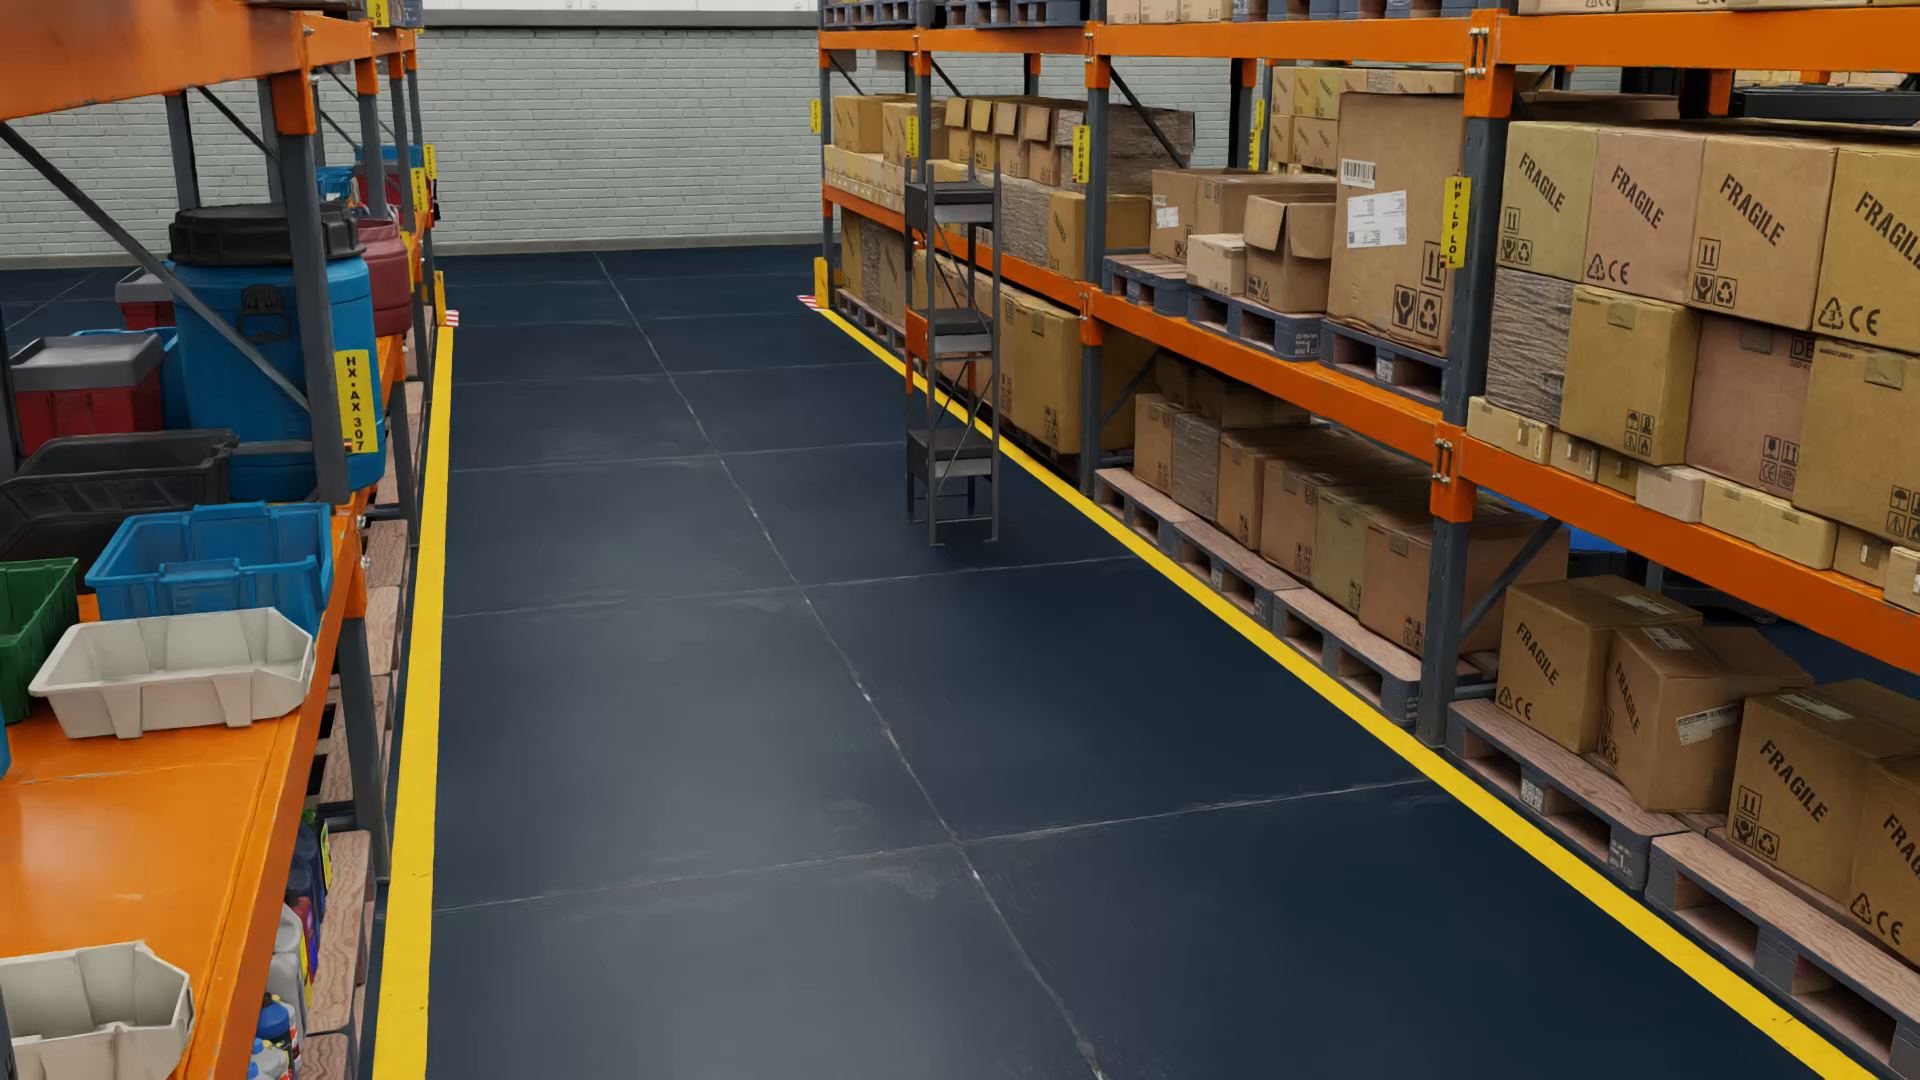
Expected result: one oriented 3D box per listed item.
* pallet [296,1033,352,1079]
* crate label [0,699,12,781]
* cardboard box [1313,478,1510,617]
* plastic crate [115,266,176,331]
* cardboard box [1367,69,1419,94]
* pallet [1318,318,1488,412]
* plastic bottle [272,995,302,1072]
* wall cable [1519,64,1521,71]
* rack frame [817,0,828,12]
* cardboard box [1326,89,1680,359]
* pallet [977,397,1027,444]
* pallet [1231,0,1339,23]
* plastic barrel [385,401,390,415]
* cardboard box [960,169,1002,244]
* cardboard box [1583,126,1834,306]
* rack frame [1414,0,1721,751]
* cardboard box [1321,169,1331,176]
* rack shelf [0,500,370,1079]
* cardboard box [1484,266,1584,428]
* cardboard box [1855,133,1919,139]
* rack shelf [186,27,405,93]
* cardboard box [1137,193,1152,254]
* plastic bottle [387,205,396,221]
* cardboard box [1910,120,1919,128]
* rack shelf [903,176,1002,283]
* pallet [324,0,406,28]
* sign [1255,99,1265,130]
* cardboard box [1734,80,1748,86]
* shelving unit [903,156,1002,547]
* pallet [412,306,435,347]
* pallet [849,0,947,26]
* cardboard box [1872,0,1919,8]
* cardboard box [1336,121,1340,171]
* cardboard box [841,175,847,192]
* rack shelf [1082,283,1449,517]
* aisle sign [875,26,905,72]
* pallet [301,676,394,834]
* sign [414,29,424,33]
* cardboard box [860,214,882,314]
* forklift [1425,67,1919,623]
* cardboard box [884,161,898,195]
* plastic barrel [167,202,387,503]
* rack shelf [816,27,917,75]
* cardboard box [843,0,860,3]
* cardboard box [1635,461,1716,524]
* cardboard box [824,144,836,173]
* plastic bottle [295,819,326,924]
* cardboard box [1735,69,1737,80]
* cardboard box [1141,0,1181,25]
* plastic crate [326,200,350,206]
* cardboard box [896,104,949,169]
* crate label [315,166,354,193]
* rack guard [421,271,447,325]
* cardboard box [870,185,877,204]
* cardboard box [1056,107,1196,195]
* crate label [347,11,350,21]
[{"bbox_3d":[-1.934,1.604,3.744,1.003,0.211,1.213,-5,17,-15],"label":"pallet"},{"bbox_3d":[-2.084,0.343,3.033,0.502,0.435,0.616,-5,17,-15],"label":"crate label"},{"bbox_3d":[2.084,0.032,7.713,0.700,0.500,0.500,-5,17,-16],"label":"cardboard box"},{"bbox_3d":[-3.367,-0.924,7.204,0.402,0.464,0.583,-5,17,-15],"label":"plastic crate"},{"bbox_3d":[4.279,-4.290,16.091,0.500,0.500,0.500,-4,17,-14],"label":"cardboard box"},{"bbox_3d":[2.275,-0.781,7.171,1.003,0.211,1.213,-5,17,-15],"label":"pallet"},{"bbox_3d":[-1.722,1.245,4.194,0.097,0.201,0.097,0,17,0],"label":"plastic bottle"},{"bbox_3d":[8.364,-6.912,25.484,0.588,1.984,0.122,-5,17,-15],"label":"wall cable"},{"bbox_3d":[-0.953,-6.842,16.589,1.000,3.000,0.127,-5,17,-15],"label":"rack frame"},{"bbox_3d":[2.261,-1.369,7.023,1.000,1.000,1.000,-5,17,-15],"label":"cardboard box"},{"bbox_3d":[0.770,-0.982,12.353,1.003,0.211,1.213,-5,17,-15],"label":"pallet"},{"bbox_3d":[1.989,-2.462,7.548,1.213,0.211,1.003,-5,17,-15],"label":"pallet"},{"bbox_3d":[-4.288,-1.320,11.549,0.600,0.901,0.708,-5,17,-15],"label":"plastic barrel"},{"bbox_3d":[0.308,-2.486,12.341,0.500,0.500,0.500,-5,17,-17],"label":"cardboard box"},{"bbox_3d":[2.363,-1.036,5.259,0.500,0.500,0.500,-5,17,-15],"label":"cardboard box"},{"bbox_3d":[2.345,-0.650,6.402,1.000,3.000,0.127,-5,17,-15],"label":"rack frame"},{"bbox_3d":[4.004,-3.814,17.372,0.380,0.149,0.250,-5,17,-16],"label":"cardboard box"},{"bbox_3d":[-1.868,0.639,3.360,1.077,0.370,4.000,-5,17,-15],"label":"rack shelf"},{"bbox_3d":[2.409,-0.711,5.914,0.875,0.500,0.500,-5,17,-15],"label":"cardboard box"},{"bbox_3d":[3.008,-0.940,4.938,0.500,0.500,0.500,-5,17,-15],"label":"cardboard box"},{"bbox_3d":[-4.066,-3.010,10.295,1.077,0.370,4.000,-5,17,-15],"label":"rack shelf"},{"bbox_3d":[1.373,-1.960,10.590,0.500,0.500,0.500,-4,17,-14],"label":"cardboard box"},{"bbox_3d":[-4.049,-2.219,11.712,0.144,0.351,0.185,-5,17,-15],"label":"plastic bottle"},{"bbox_3d":[6.296,-2.383,10.258,0.700,0.500,0.500,-5,17,-16],"label":"cardboard box"},{"bbox_3d":[-0.045,-1.709,9.105,0.431,0.518,0.480,-5,17,-15],"label":"rack shelf"},{"bbox_3d":[-3.992,-3.295,10.321,1.003,0.211,1.213,-5,17,-15],"label":"pallet"},{"bbox_3d":[3.322,-4.705,18.397,0.100,0.325,0.005,-5,17,-15],"label":"sign"},{"bbox_3d":[8.731,-4.840,18.439,0.500,0.500,0.500,-5,17,-16],"label":"cardboard box"},{"bbox_3d":[-0.045,-1.051,9.302,0.431,2.100,0.503,-5,17,-15],"label":"shelving unit"},{"bbox_3d":[-5.526,-2.011,15.780,1.003,0.211,1.213,-5,17,-15],"label":"pallet"},{"bbox_3d":[-0.400,-4.821,15.227,1.003,0.211,1.213,-5,17,-15],"label":"pallet"},{"bbox_3d":[2.651,-1.441,4.080,0.500,0.250,0.500,-5,17,-16],"label":"cardboard box"},{"bbox_3d":[4.141,-3.955,16.713,0.500,0.500,0.500,-5,17,-17],"label":"cardboard box"},{"bbox_3d":[-0.957,-3.511,16.363,0.380,0.149,0.250,-5,17,-16],"label":"cardboard box"},{"bbox_3d":[1.795,-0.859,8.347,1.077,0.370,4.000,-5,17,-15],"label":"rack shelf"},{"bbox_3d":[-0.684,-5.258,17.223,0.394,0.787,0.004,-5,17,-15],"label":"aisle sign"},{"bbox_3d":[-2.671,0.863,6.212,1.003,0.211,1.213,-5,17,-15],"label":"pallet"},{"bbox_3d":[-5.191,-5.012,15.891,0.100,0.325,0.005,-5,17,-15],"label":"sign"},{"bbox_3d":[-0.450,-2.730,16.291,0.875,0.875,0.875,-5,17,-15],"label":"cardboard box"},{"bbox_3d":[3.946,-1.153,8.195,3.031,2.935,1.130,4,17,12],"label":"forklift"},{"bbox_3d":[-0.372,-3.178,14.561,0.500,0.250,0.500,-4,17,-14],"label":"cardboard box"},{"bbox_3d":[-2.232,-0.629,5.461,0.600,0.901,0.708,-5,17,-15],"label":"plastic barrel"},{"bbox_3d":[-0.403,-4.508,15.282,1.077,0.370,4.000,-5,17,-15],"label":"rack shelf"},{"bbox_3d":[-0.720,-5.398,15.916,0.700,0.500,0.500,-5,18,-17],"label":"cardboard box"},{"bbox_3d":[2.373,-0.168,5.235,0.380,0.149,0.250,-5,17,-15],"label":"cardboard box"},{"bbox_3d":[-1.081,-3.886,16.917,0.500,0.250,0.500,-5,17,-17],"label":"cardboard box"},{"bbox_3d":[-1.963,0.955,4.899,0.144,0.351,0.185,-5,17,-17],"label":"plastic bottle"},{"bbox_3d":[8.721,-5.182,18.451,0.380,0.149,0.250,-5,17,-15],"label":"cardboard box"},{"bbox_3d":[1.270,-2.829,8.702,0.500,0.250,0.500,-4,17,-14],"label":"cardboard box"},{"bbox_3d":[-5.182,-2.657,13.456,0.437,0.125,0.590,-5,17,-15],"label":"plastic crate"},{"bbox_3d":[-0.237,-3.399,13.992,0.500,0.500,0.500,-4,17,-14],"label":"cardboard box"},{"bbox_3d":[-5.964,-3.432,15.850,0.416,0.233,0.303,-5,17,-15],"label":"crate label"},{"bbox_3d":[-5.734,-2.386,16.526,1.175,0.500,0.348,-5,17,-15],"label":"rack guard"},{"bbox_3d":[-0.606,-3.156,15.182,0.380,0.149,0.250,-5,17,-16],"label":"cardboard box"},{"bbox_3d":[1.060,-2.488,10.604,0.797,0.503,0.637,-4,17,-13],"label":"cardboard box"},{"bbox_3d":[-4.473,-3.940,12.598,0.293,0.136,0.466,-5,17,-15],"label":"crate label"}]
